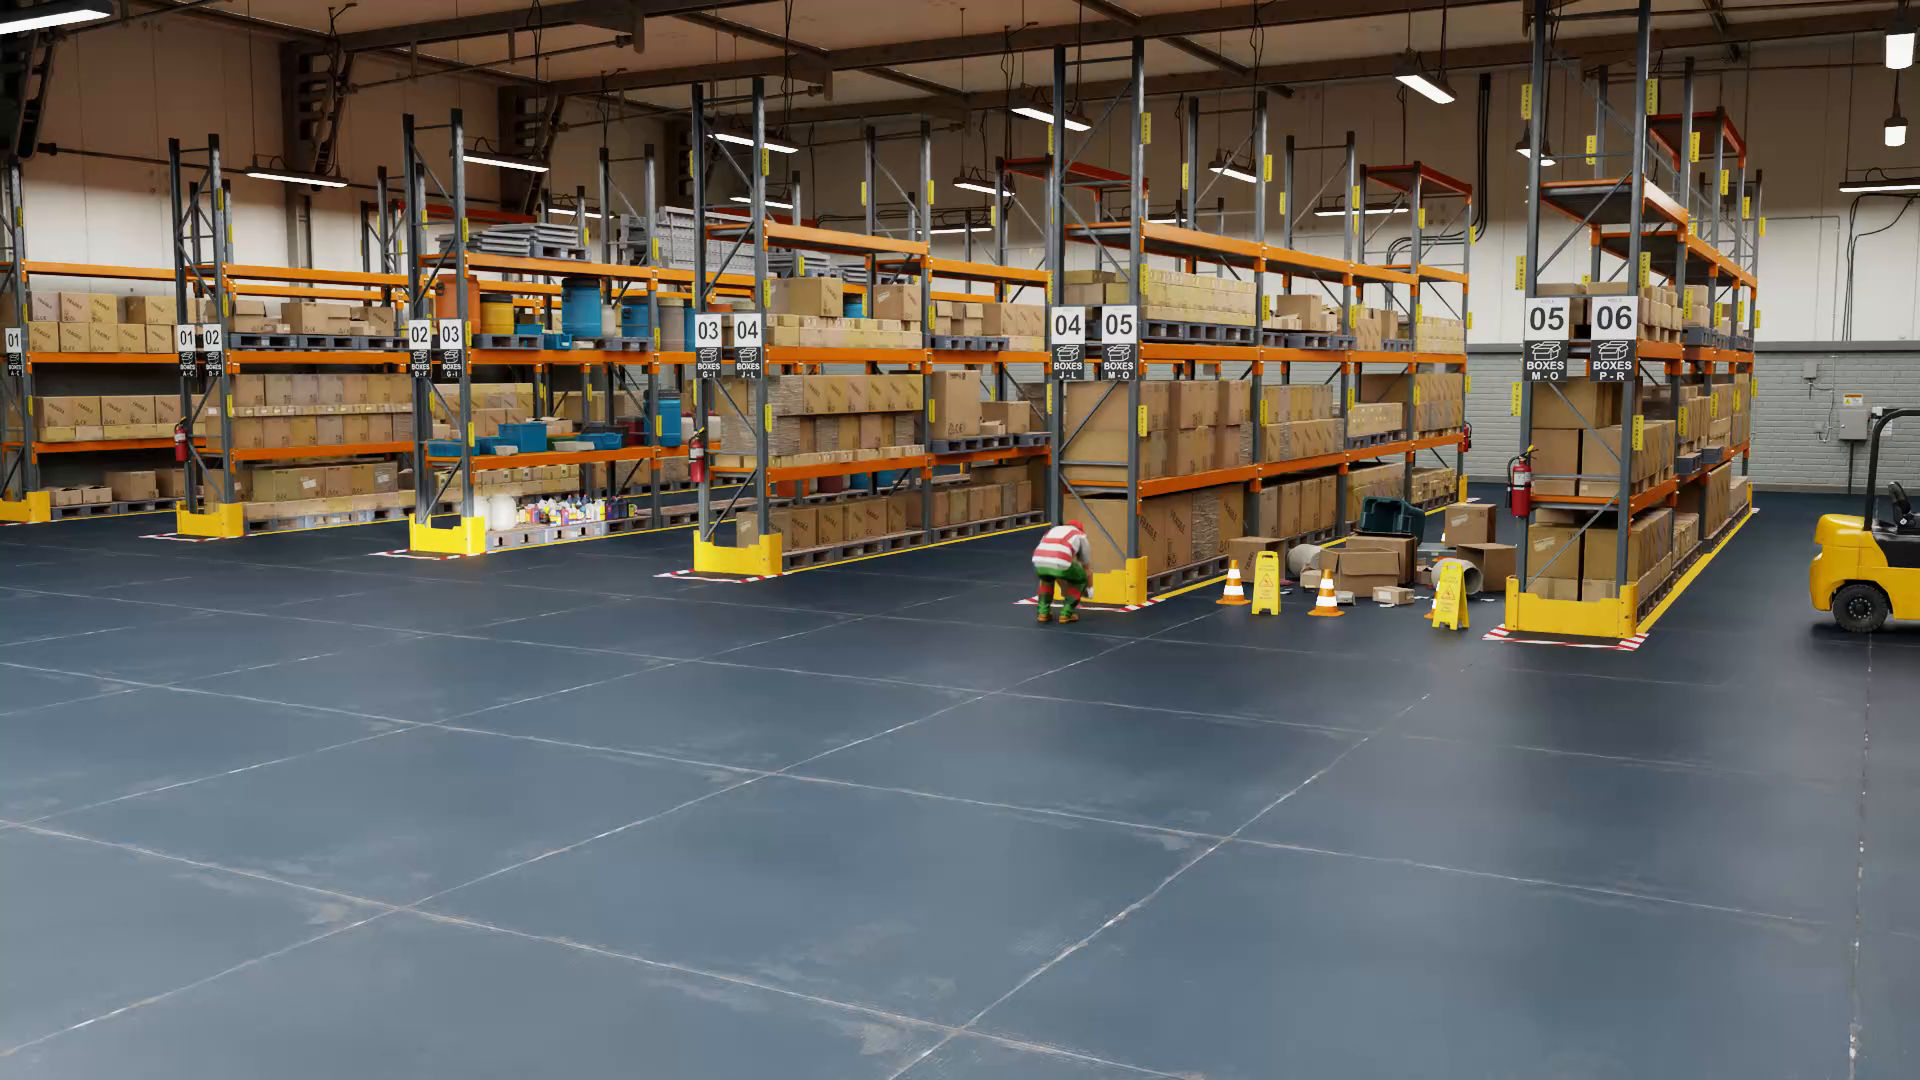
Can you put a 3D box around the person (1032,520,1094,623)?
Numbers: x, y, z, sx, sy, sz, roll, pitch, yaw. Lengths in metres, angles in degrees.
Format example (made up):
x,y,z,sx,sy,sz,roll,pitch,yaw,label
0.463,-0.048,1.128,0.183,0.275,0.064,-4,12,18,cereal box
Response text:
x,y,z,sx,sy,sz,roll,pitch,yaw,label
1.047,0.314,16.850,0.526,0.985,0.929,3,7,27,person
